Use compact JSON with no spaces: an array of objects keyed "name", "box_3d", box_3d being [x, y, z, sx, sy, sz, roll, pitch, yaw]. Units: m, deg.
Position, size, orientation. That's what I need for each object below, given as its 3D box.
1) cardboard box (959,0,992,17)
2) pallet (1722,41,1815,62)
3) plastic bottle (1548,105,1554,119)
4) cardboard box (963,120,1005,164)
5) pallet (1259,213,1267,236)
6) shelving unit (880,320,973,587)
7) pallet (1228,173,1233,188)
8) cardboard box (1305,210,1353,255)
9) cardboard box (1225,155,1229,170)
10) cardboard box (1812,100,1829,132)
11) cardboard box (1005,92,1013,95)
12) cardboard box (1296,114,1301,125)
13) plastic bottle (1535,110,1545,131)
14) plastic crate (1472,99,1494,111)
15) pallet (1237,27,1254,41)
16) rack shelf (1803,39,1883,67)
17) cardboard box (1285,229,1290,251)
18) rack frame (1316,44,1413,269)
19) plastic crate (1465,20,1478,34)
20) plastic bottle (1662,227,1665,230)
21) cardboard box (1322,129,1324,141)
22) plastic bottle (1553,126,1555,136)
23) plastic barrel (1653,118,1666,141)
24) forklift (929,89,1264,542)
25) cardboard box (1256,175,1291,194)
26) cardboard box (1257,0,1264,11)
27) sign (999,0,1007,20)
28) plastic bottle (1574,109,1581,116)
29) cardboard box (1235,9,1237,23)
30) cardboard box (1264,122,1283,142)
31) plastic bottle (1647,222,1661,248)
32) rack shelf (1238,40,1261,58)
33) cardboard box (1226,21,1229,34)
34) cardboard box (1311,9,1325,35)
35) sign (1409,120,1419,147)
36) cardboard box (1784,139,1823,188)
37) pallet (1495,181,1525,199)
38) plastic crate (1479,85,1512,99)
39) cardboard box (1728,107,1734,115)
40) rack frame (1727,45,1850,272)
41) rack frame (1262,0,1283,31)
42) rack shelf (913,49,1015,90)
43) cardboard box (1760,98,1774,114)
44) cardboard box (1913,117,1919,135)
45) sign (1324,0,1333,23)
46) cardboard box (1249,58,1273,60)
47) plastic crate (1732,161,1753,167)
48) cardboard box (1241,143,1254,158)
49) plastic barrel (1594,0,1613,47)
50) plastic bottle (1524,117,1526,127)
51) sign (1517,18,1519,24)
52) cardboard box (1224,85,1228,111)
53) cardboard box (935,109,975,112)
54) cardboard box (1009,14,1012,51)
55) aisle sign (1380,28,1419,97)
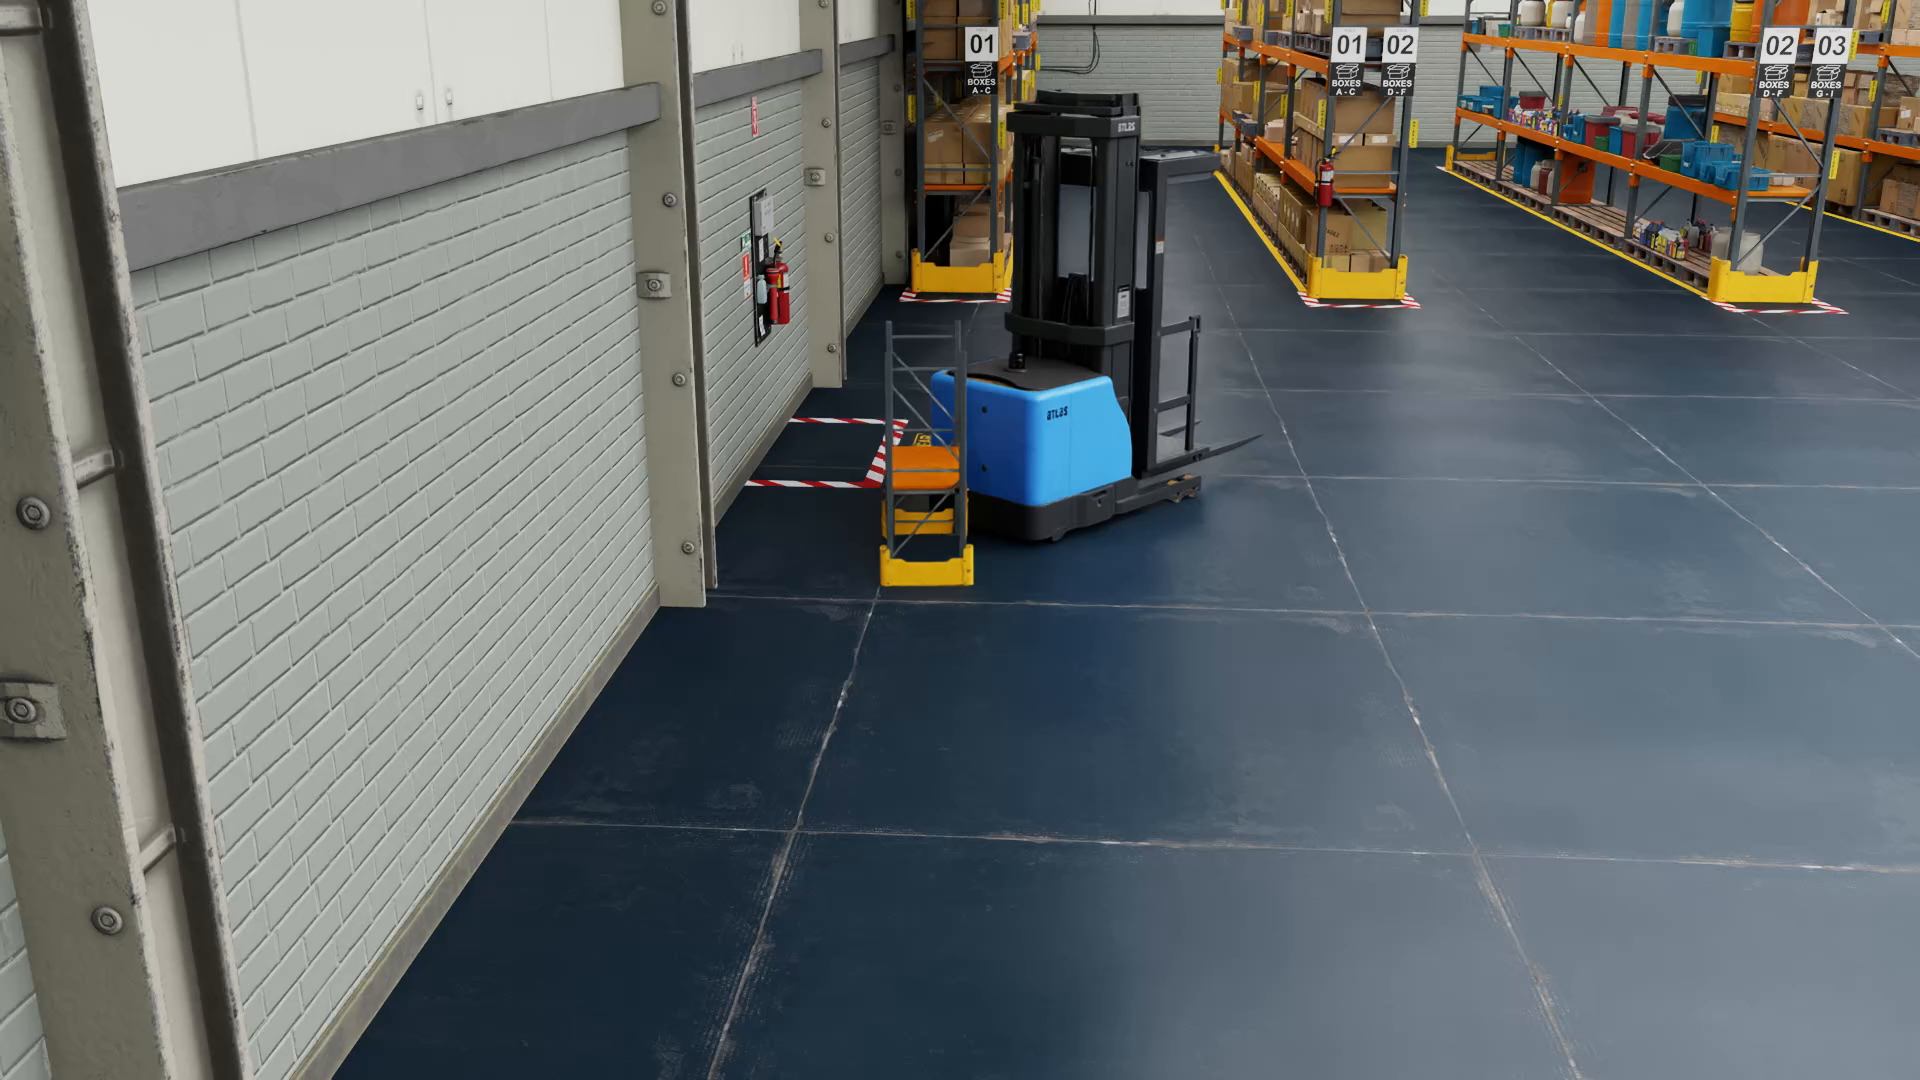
[{"name":"cardboard box","box_3d":[0.237,-6.642,20.260,0.500,0.500,0.500,0,18,0]},{"name":"pallet","box_3d":[10.006,-5.939,20.218,1.003,0.211,1.213,1,18,4]},{"name":"plastic bottle","box_3d":[10.826,-7.763,30.376,0.144,0.351,0.185,1,18,4]},{"name":"cardboard box","box_3d":[0.301,-5.006,20.888,0.500,0.500,0.500,1,18,4]},{"name":"pallet","box_3d":[5.294,-4.987,26.305,1.003,0.211,1.213,1,18,4]},{"name":"shelving unit","box_3d":[-0.229,-0.587,10.806,0.587,1.500,1.083,-1,18,-2]},{"name":"pallet","box_3d":[5.819,-7.076,32.678,1.003,0.211,1.213,1,18,4]},{"name":"cardboard box","box_3d":[4.650,-3.883,20.993,0.500,0.500,0.500,1,18,4]},{"name":"cardboard box","box_3d":[5.580,-7.535,33.213,0.500,0.311,0.500,1,18,4]},{"name":"cardboard box","box_3d":[15.264,-7.403,29.039,0.500,0.500,0.500,2,18,5]},{"name":"cardboard box","box_3d":[0.517,-7.165,27.605,0.700,0.500,0.500,-1,18,-3]},{"name":"cardboard box","box_3d":[4.983,-5.980,23.652,0.380,0.149,0.250,1,18,4]},{"name":"plastic bottle","box_3d":[10.161,-7.349,29.112,0.144,0.351,0.185,1,18,4]},{"name":"plastic crate","box_3d":[10.555,-8.789,33.600,0.416,0.233,0.300,1,18,4]},{"name":"pallet","box_3d":[5.581,-9.000,29.558,1.213,0.211,1.003,1,18,4]},{"name":"rack shelf","box_3d":[15.506,-8.428,28.664,1.077,0.370,4.000,1,18,4]},{"name":"cardboard box","box_3d":[4.778,-4.148,23.007,0.500,0.250,0.500,1,18,4]},{"name":"rack frame","box_3d":[4.909,-4.461,20.219,1.000,3.000,0.127,1,18,4]},{"name":"plastic crate","box_3d":[10.690,-10.568,34.251,0.497,0.269,0.590,1,18,4]},{"name":"plastic bottle","box_3d":[9.774,-4.215,23.143,0.097,0.271,0.097,0,18,0]},{"name":"cardboard box","box_3d":[4.781,-5.100,20.968,0.380,0.149,0.250,1,18,3]},{"name":"plastic bottle","box_3d":[10.052,-6.910,28.012,0.097,0.201,0.097,0,18,0]},{"name":"plastic barrel","box_3d":[10.423,-5.948,24.540,0.433,0.535,0.433,0,18,0]},{"name":"forklift","box_3d":[1.154,-1.762,12.094,1.130,2.935,3.031,16,24,41]},{"name":"cardboard box","box_3d":[5.122,-5.785,27.102,0.500,0.311,0.500,1,18,3]},{"name":"cardboard box","box_3d":[5.566,-9.338,29.292,0.600,0.600,0.600,1,18,2]},{"name":"sign","box_3d":[0.509,-6.399,19.913,0.100,0.325,0.005,1,18,4]},{"name":"plastic bottle","box_3d":[10.891,-7.417,29.322,0.144,0.351,0.185,1,18,4]},{"name":"cardboard box","box_3d":[5.572,-10.092,32.024,0.500,0.250,0.500,1,18,4]},{"name":"cardboard box","box_3d":[5.225,-6.629,26.981,0.500,0.311,0.500,1,18,3]},{"name":"plastic bottle","box_3d":[9.650,-4.241,23.097,0.144,0.351,0.185,1,18,2]},{"name":"rack shelf","box_3d":[5.625,-8.650,29.342,1.077,0.370,4.000,1,18,4]},{"name":"cardboard box","box_3d":[5.716,-10.475,33.998,0.500,0.250,0.500,1,18,4]},{"name":"cardboard box","box_3d":[4.768,-6.646,21.315,0.500,0.311,0.500,3,18,10]},{"name":"sign","box_3d":[5.462,-4.895,20.028,0.100,0.325,0.005,1,18,4]},{"name":"cardboard box","box_3d":[15.560,-6.678,29.725,1.225,0.875,0.875,1,18,2]},{"name":"pallet","box_3d":[10.612,-6.512,30.958,1.003,0.211,1.213,1,18,4]},{"name":"plastic crate","box_3d":[11.158,-9.255,34.698,0.616,0.435,0.499,1,18,4]},{"name":"cardboard box","box_3d":[15.473,-8.508,32.973,0.380,0.149,0.250,1,18,3]},{"name":"rack frame","box_3d":[9.849,-4.349,19.878,1.000,3.000,0.127,1,18,4]},{"name":"rack frame","box_3d":[5.482,-9.796,26.867,1.000,3.000,0.127,1,18,4]},{"name":"rack shelf","box_3d":[0.111,-6.275,22.093,1.077,0.370,4.000,1,18,4]},{"name":"cardboard box","box_3d":[15.419,-8.178,31.328,0.500,0.250,0.500,1,18,3]},{"name":"cardboard box","box_3d":[15.013,-6.336,25.508,0.500,0.250,0.500,1,18,2]},{"name":"sign","box_3d":[4.368,-6.286,19.676,0.100,0.325,0.005,1,18,4]},{"name":"cardboard box","box_3d":[6.298,-9.808,34.772,0.500,0.500,0.500,1,18,3]},{"name":"plastic crate","box_3d":[10.272,-4.956,22.154,0.530,0.136,0.437,1,18,4]},{"name":"cardboard box","box_3d":[5.419,-7.110,30.407,0.500,0.250,0.500,1,18,4]},{"name":"plastic barrel","box_3d":[10.100,-8.010,25.543,0.600,0.830,0.708,1,18,4]},{"name":"plastic bottle","box_3d":[10.194,-7.523,29.884,0.097,0.201,0.097,0,18,0]},{"name":"sign","box_3d":[11.546,-10.687,34.570,0.100,0.325,0.005,1,18,4]},{"name":"cardboard box","box_3d":[5.690,-9.029,34.001,0.500,0.500,0.500,1,18,4]},{"name":"cardboard box","box_3d":[-0.070,-5.650,22.854,0.500,0.500,0.500,2,18,5]},{"name":"cardboard box","box_3d":[0.464,-7.132,23.360,0.500,0.500,0.500,2,18,5]},{"name":"aisle sign","box_3d":[5.209,-5.669,19.731,0.394,0.787,0.004,1,18,4]}]
